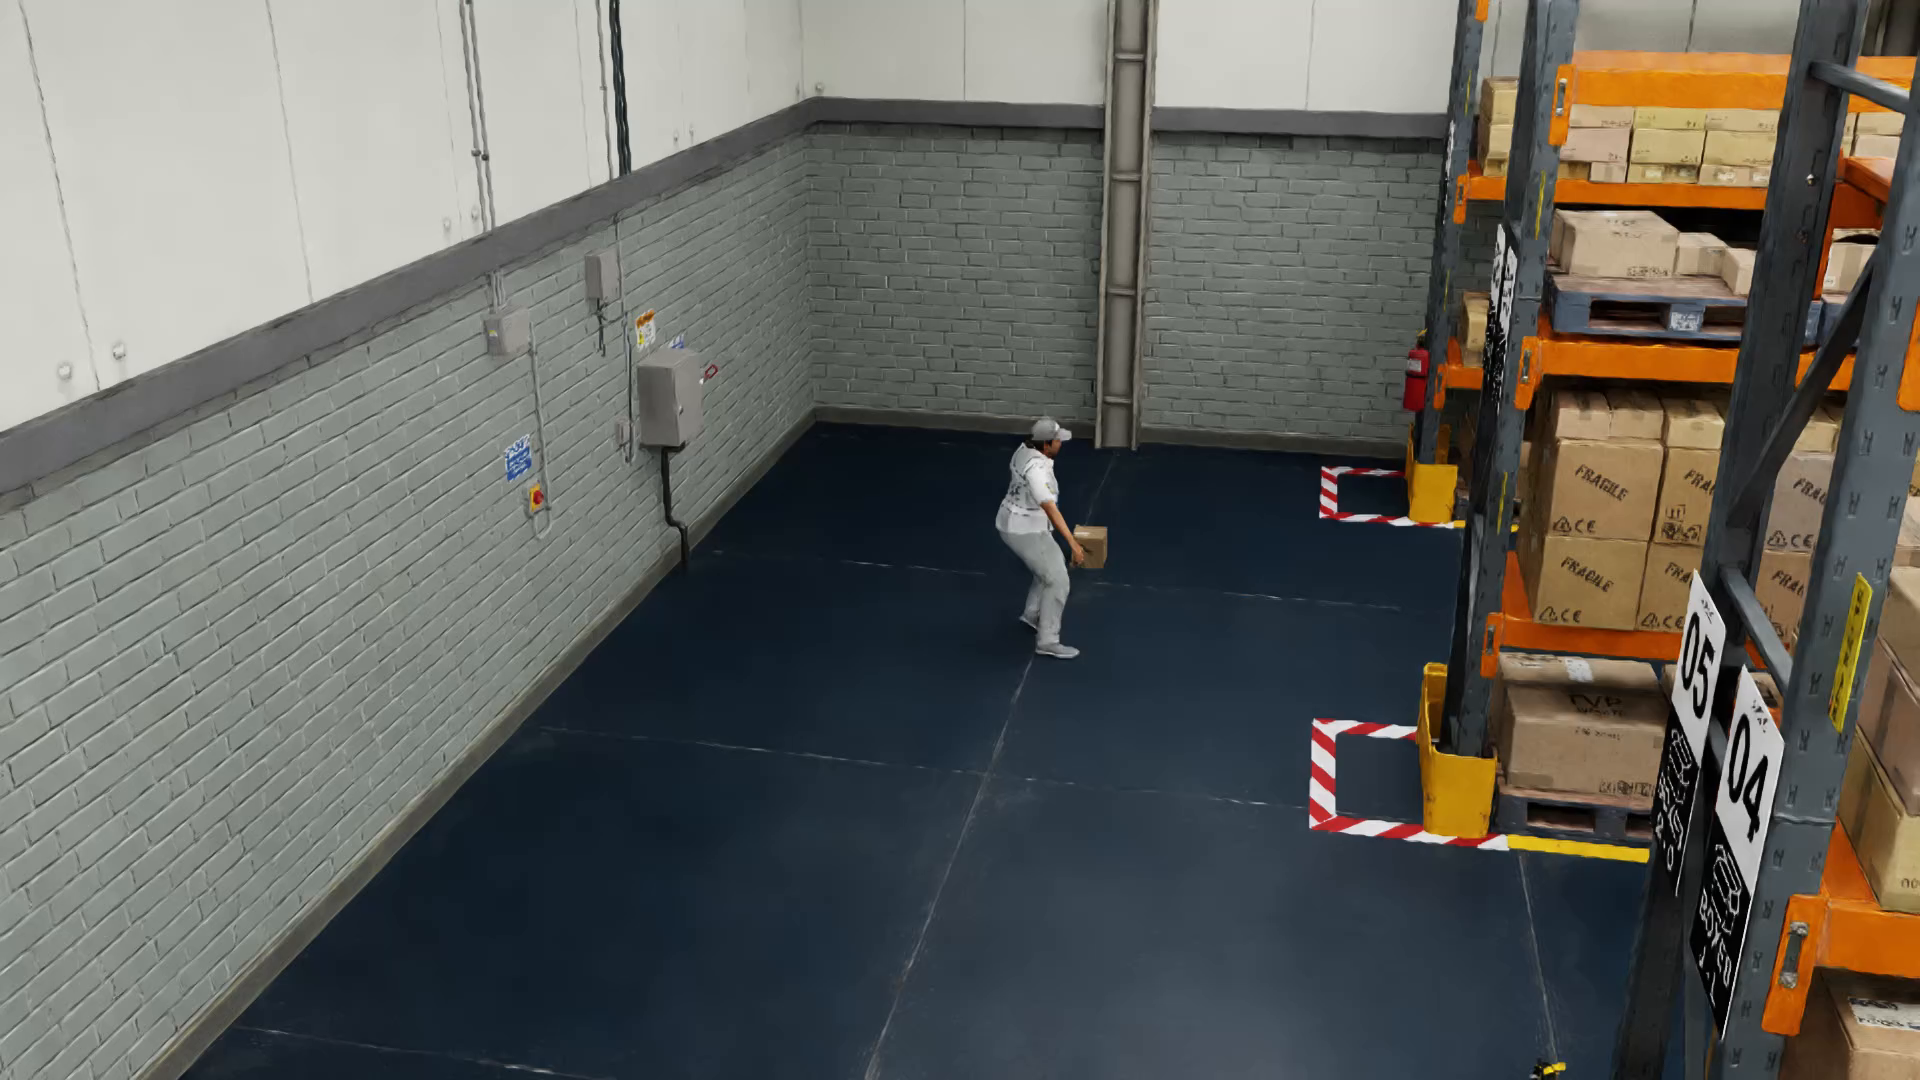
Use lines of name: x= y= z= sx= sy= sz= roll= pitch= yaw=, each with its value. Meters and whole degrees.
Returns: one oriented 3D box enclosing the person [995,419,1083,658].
person: x=0.544 y=-0.028 z=11.343 sx=0.523 sy=1.618 sz=0.864 roll=-6 pitch=23 yaw=-15
